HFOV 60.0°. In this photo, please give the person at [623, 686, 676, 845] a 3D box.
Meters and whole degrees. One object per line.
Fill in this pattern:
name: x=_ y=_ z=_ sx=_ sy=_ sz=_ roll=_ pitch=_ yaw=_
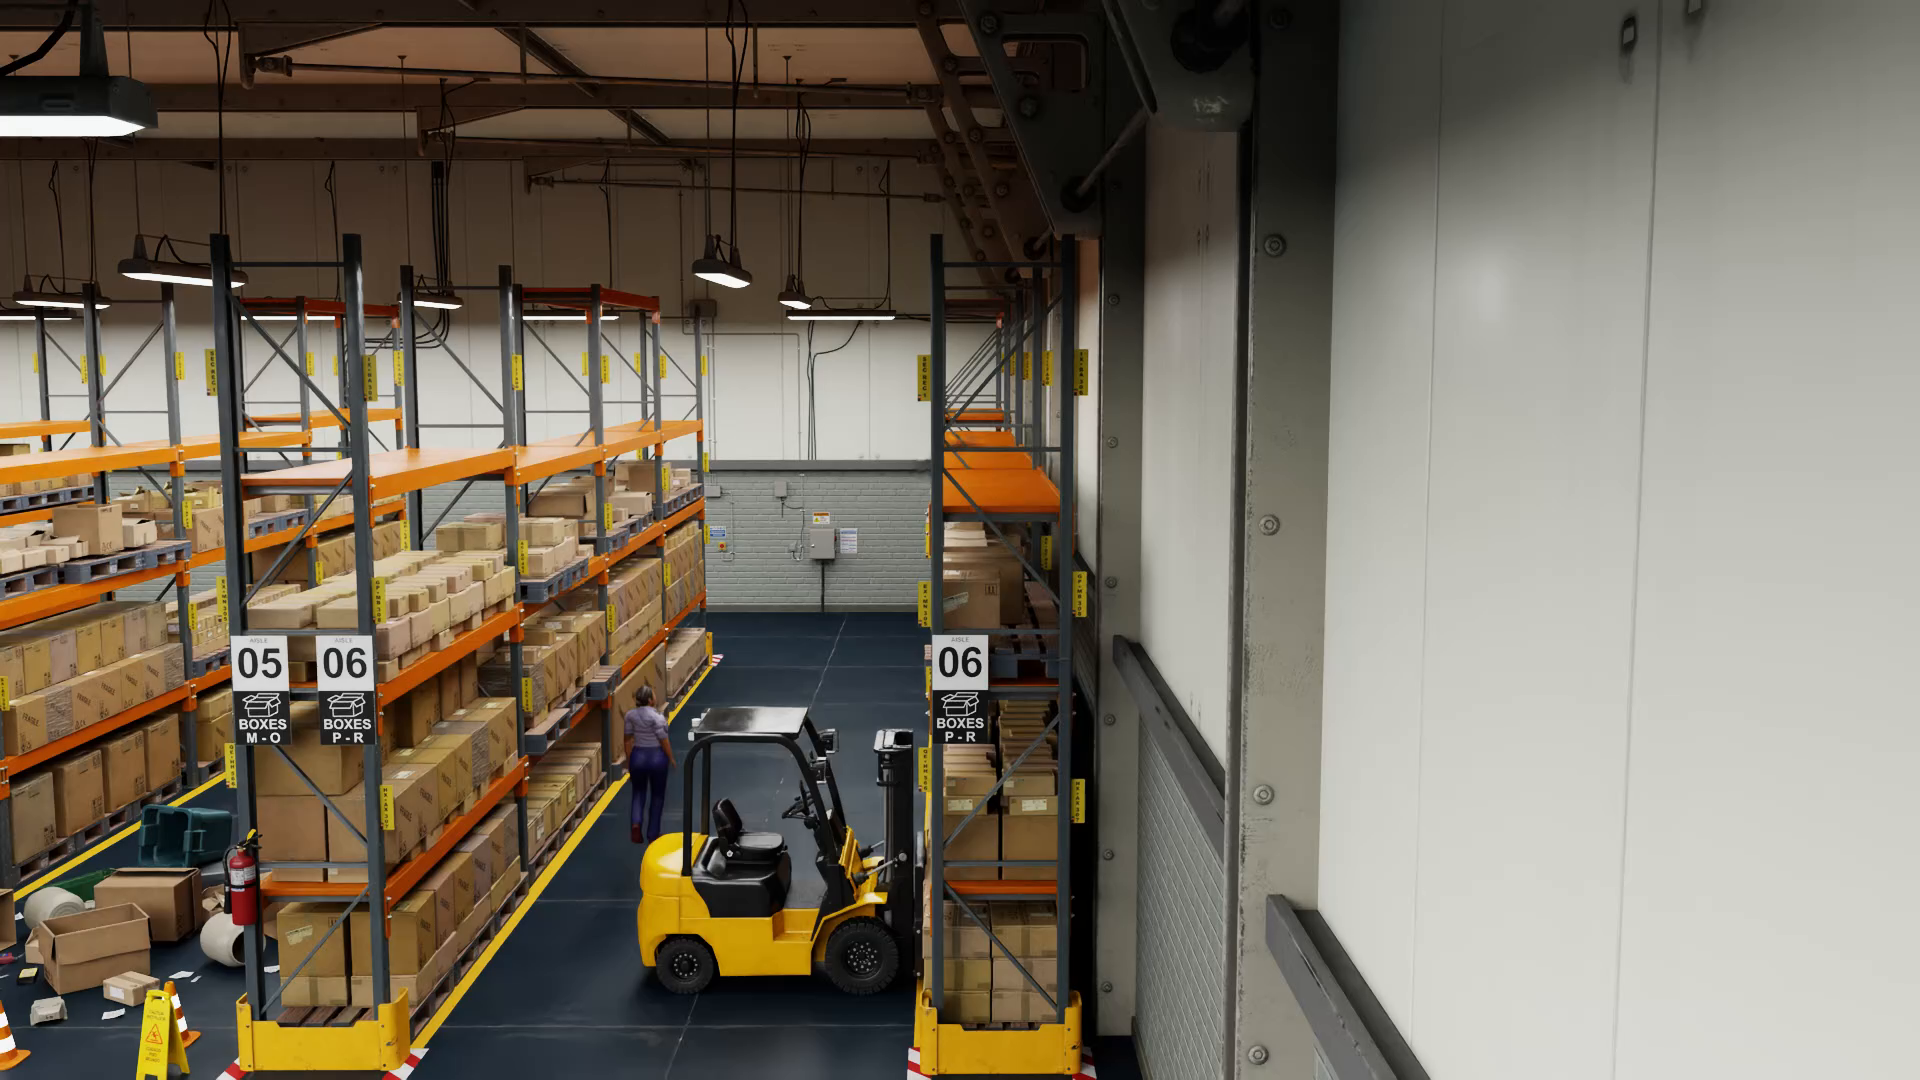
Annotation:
person: x=-3.155 y=2.276 z=16.879 sx=0.513 sy=1.644 sz=0.444 roll=0 pitch=6 yaw=4
